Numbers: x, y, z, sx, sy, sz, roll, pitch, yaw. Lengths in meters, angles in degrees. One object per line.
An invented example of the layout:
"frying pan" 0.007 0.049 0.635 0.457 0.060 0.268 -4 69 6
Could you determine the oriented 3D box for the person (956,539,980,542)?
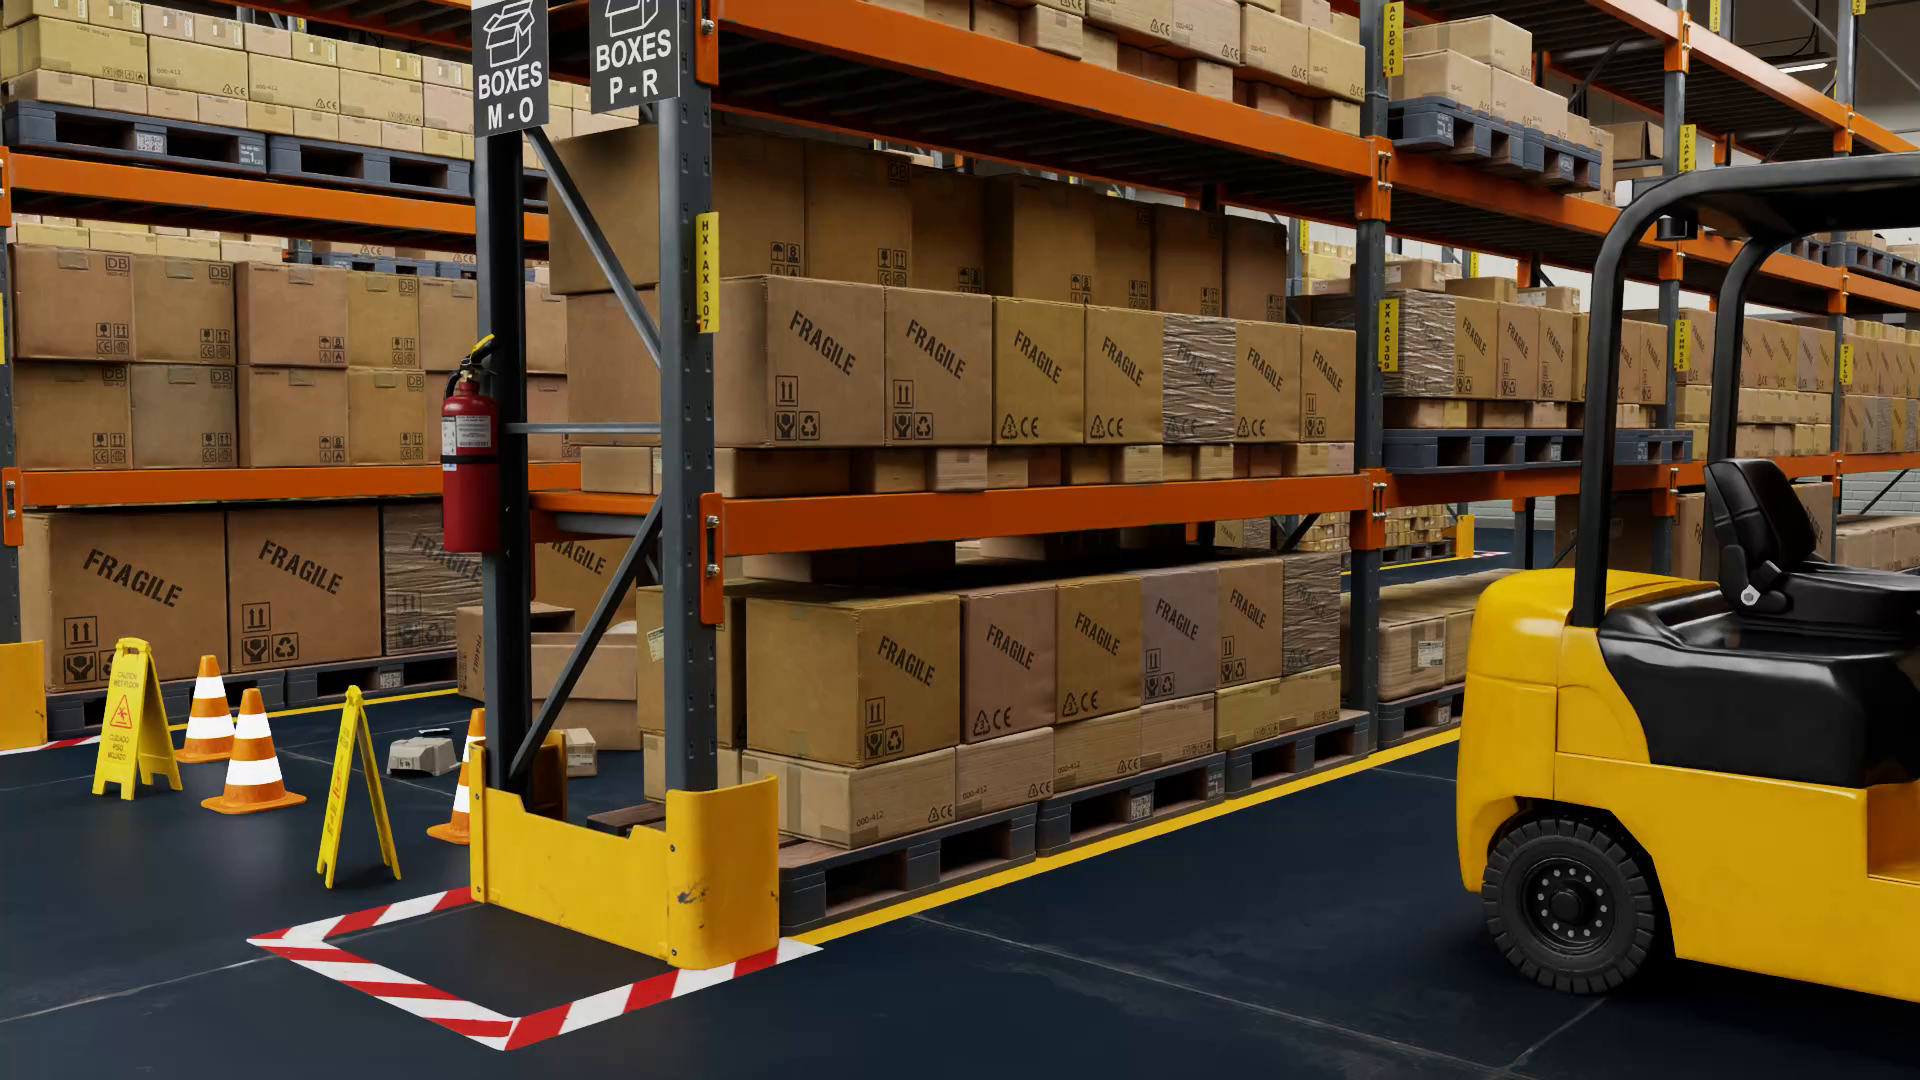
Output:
"person" 0.012 -0.055 11.602 0.405 1.589 0.311 3 5 41
